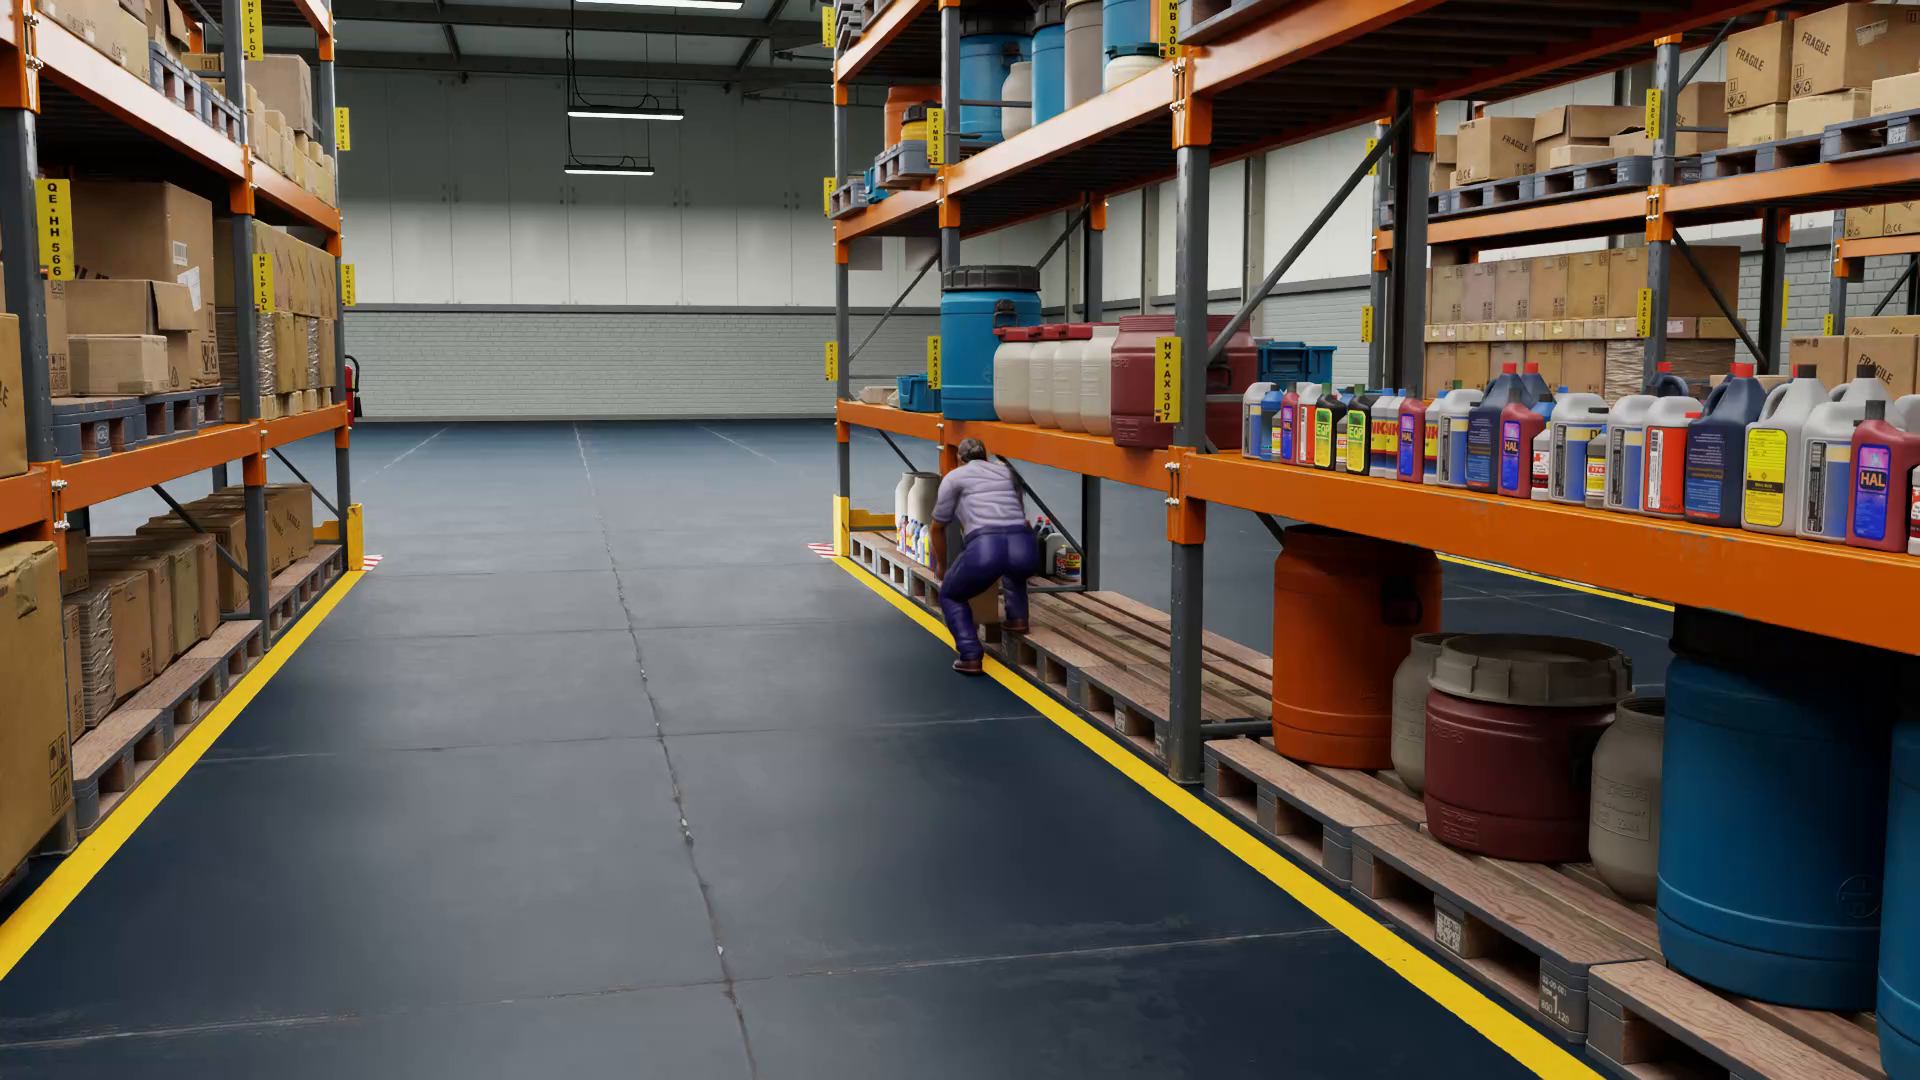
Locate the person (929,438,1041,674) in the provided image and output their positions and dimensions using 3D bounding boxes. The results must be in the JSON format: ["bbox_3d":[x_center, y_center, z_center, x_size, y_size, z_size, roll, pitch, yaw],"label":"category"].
[{"bbox_3d":[0.133,0.088,8.895,0.542,1.229,0.738,-1,6,-13],"label":"person"}]
